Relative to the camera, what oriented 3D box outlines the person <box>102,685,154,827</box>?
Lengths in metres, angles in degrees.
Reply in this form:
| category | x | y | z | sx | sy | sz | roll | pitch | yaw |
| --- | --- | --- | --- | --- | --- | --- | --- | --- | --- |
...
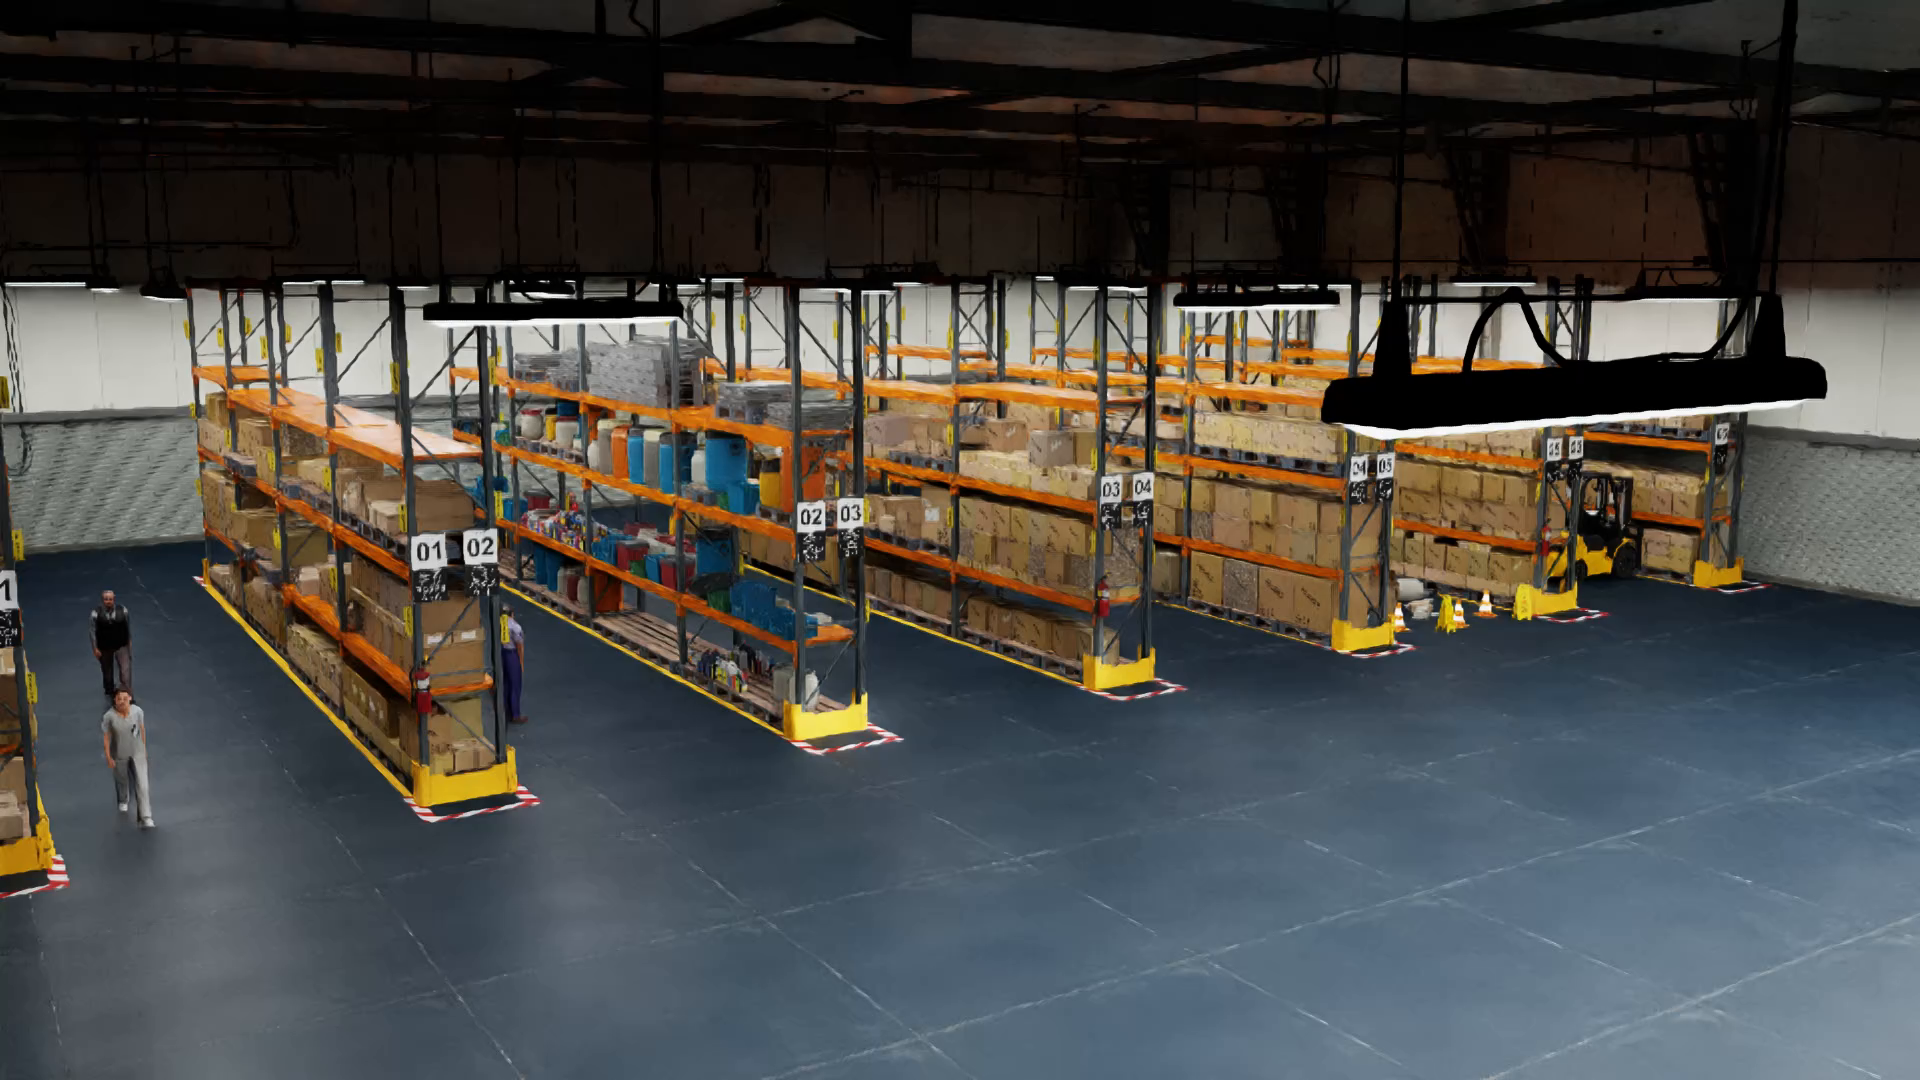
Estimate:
| category | x | y | z | sx | sy | sz | roll | pitch | yaw |
| --- | --- | --- | --- | --- | --- | --- | --- | --- | --- |
| person | -9.439 | 2.408 | 18.814 | 0.446 | 1.590 | 1.110 | -6 | 11 | -30 |

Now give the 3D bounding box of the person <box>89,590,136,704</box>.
| category | x | y | z | sx | sy | sz | roll | pitch | yaw |
| --- | --- | --- | --- | --- | --- | --- | --- | --- | --- |
| person | -12.220 | 1.521 | 23.952 | 0.543 | 1.648 | 1.115 | -5 | 11 | -29 |

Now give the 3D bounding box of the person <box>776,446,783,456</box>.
| category | x | y | z | sx | sy | sz | roll | pitch | yaw |
| --- | --- | --- | --- | --- | --- | --- | --- | --- | --- |
| person | -4.537 | -1.874 | 43.744 | 0.749 | 1.771 | 0.533 | 4 | 10 | 24 |

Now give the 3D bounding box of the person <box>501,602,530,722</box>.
| category | x | y | z | sx | sy | sz | roll | pitch | yaw |
| --- | --- | --- | --- | --- | --- | --- | --- | --- | --- |
| person | -6.227 | 1.675 | 23.042 | 0.533 | 1.656 | 0.429 | 5 | 11 | 27 |

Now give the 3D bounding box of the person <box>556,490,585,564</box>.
| category | x | y | z | sx | sy | sz | roll | pitch | yaw |
| --- | --- | --- | --- | --- | --- | --- | --- | --- | --- |
| person | -8.056 | -0.212 | 34.232 | 0.843 | 1.664 | 0.706 | 8 | 12 | 39 |
